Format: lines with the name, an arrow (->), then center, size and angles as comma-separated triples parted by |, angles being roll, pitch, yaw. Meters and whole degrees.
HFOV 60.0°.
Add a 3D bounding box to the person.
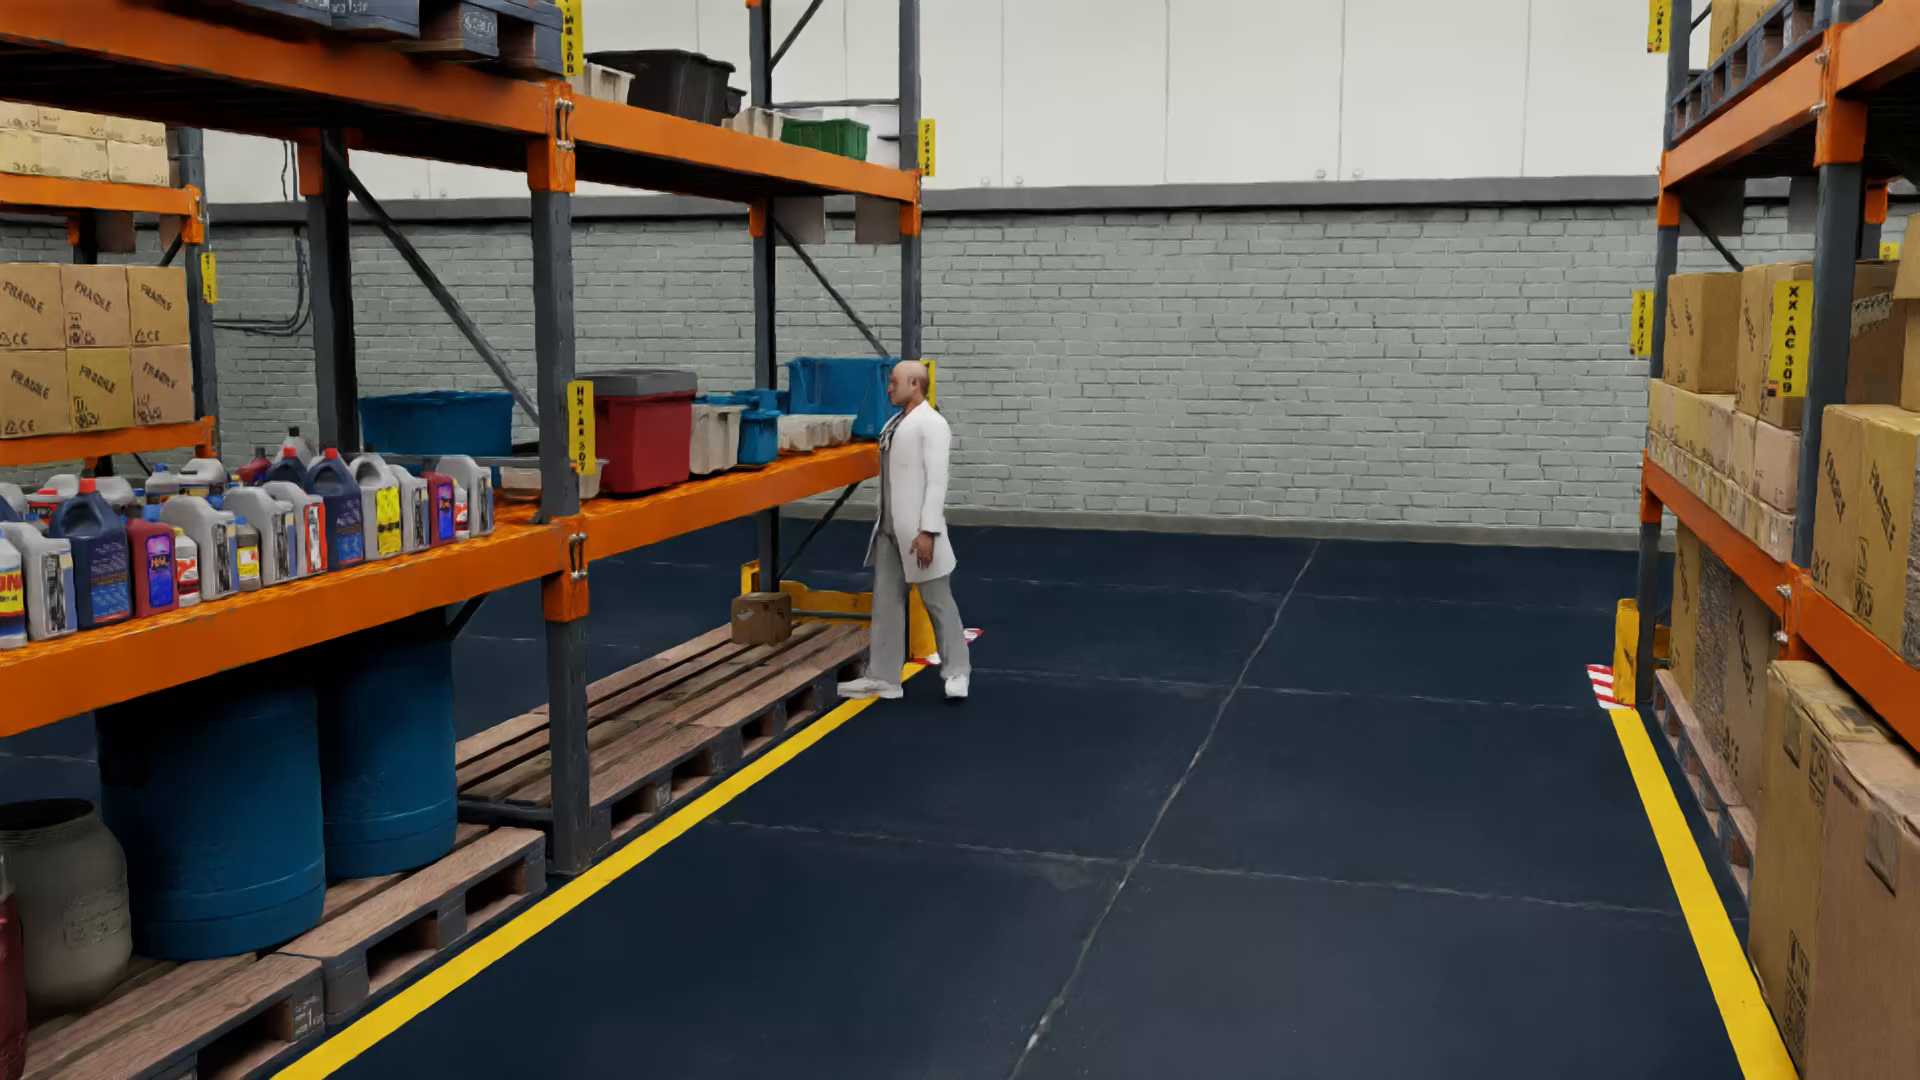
person -> -0.273, -0.052, 8.698 | 0.705, 1.772, 0.685 | -5, 10, -32
